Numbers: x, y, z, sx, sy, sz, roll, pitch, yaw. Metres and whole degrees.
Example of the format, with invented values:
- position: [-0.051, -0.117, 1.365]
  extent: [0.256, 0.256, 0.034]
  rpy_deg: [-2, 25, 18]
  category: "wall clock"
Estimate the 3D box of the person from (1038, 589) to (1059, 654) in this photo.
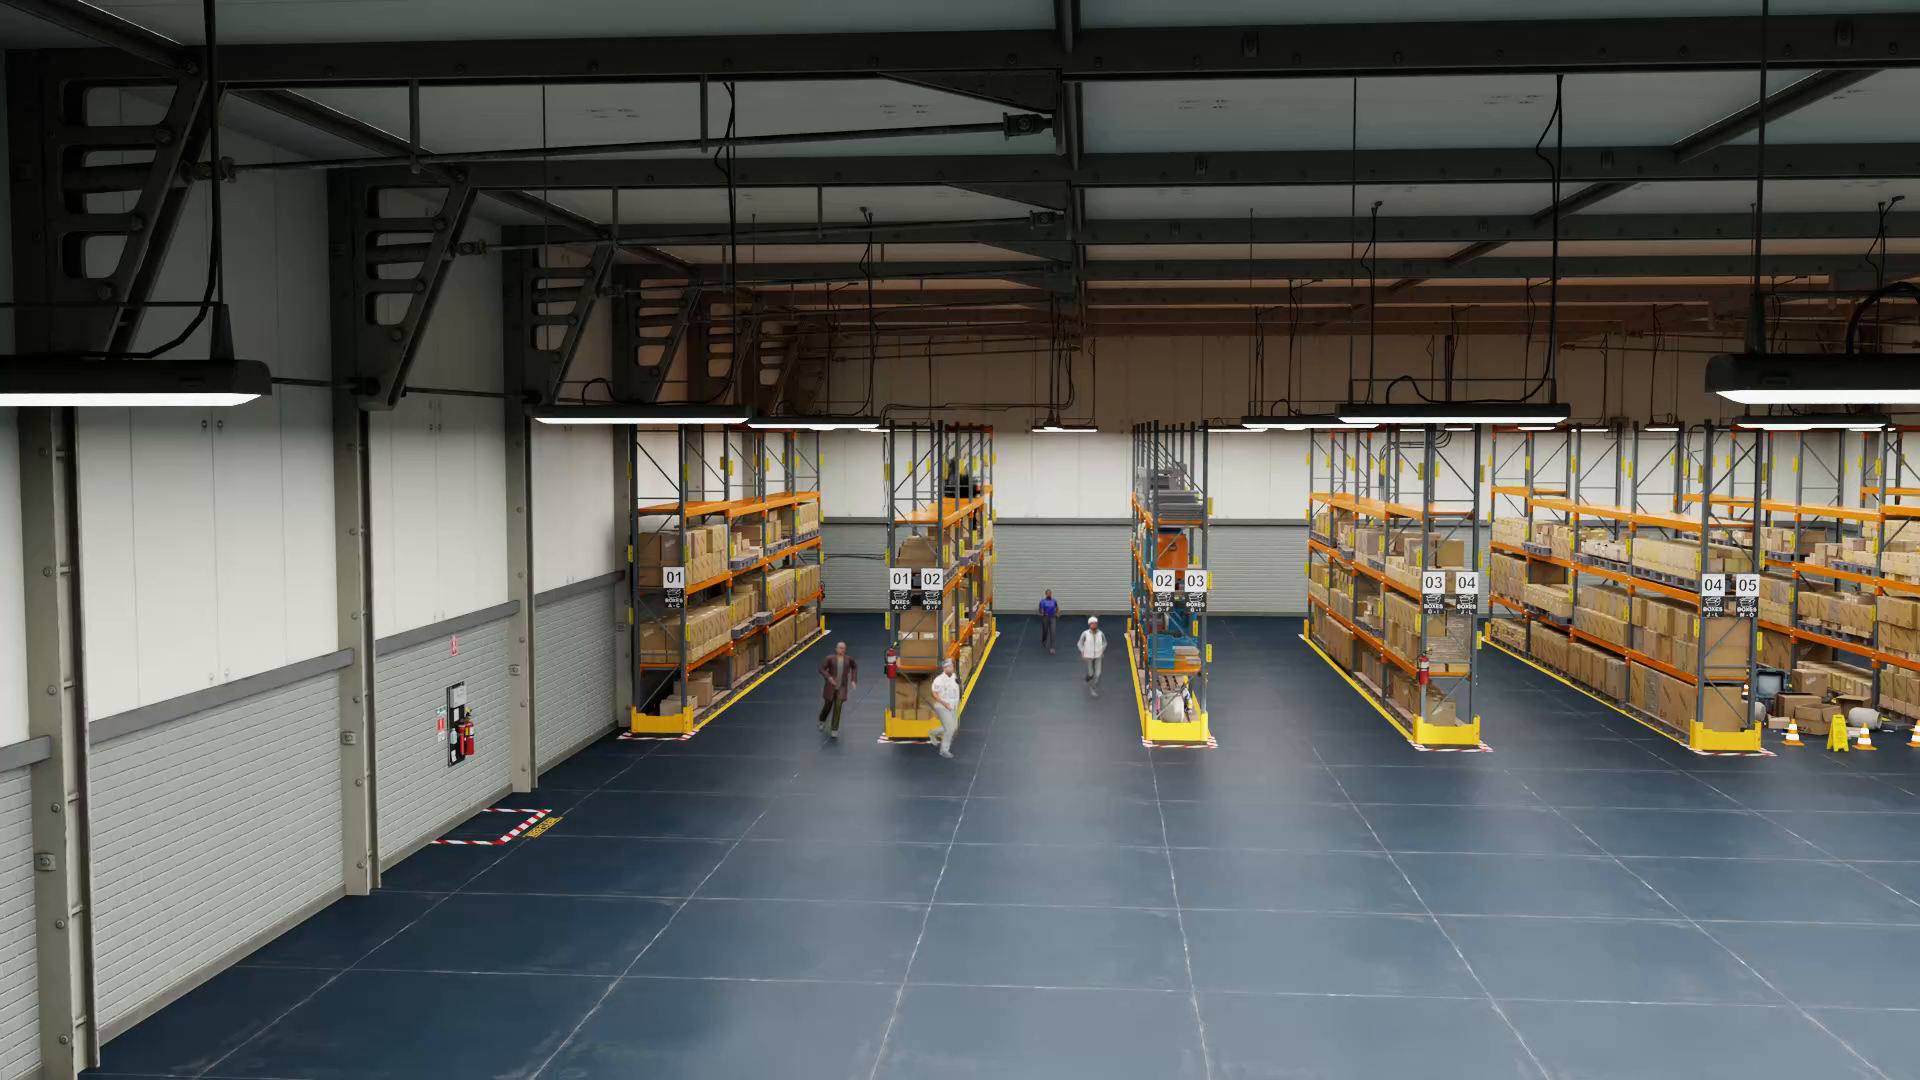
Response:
- position: [2.345, 2.122, 43.756]
  extent: [0.582, 1.653, 0.872]
  rpy_deg: [-1, 4, -9]
  category: "person"

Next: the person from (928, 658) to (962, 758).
- position: [-0.304, 2.979, 29.736]
  extent: [0.676, 1.773, 0.675]
  rpy_deg: [3, 5, 37]
  category: "person"

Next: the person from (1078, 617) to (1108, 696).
- position: [2.922, 2.555, 36.515]
  extent: [0.659, 1.729, 0.586]
  rpy_deg: [0, 4, -8]
  category: "person"

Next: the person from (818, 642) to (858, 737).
- position: [-2.315, 2.822, 31.757]
  extent: [0.769, 1.754, 0.969]
  rpy_deg: [-1, 4, -13]
  category: "person"
